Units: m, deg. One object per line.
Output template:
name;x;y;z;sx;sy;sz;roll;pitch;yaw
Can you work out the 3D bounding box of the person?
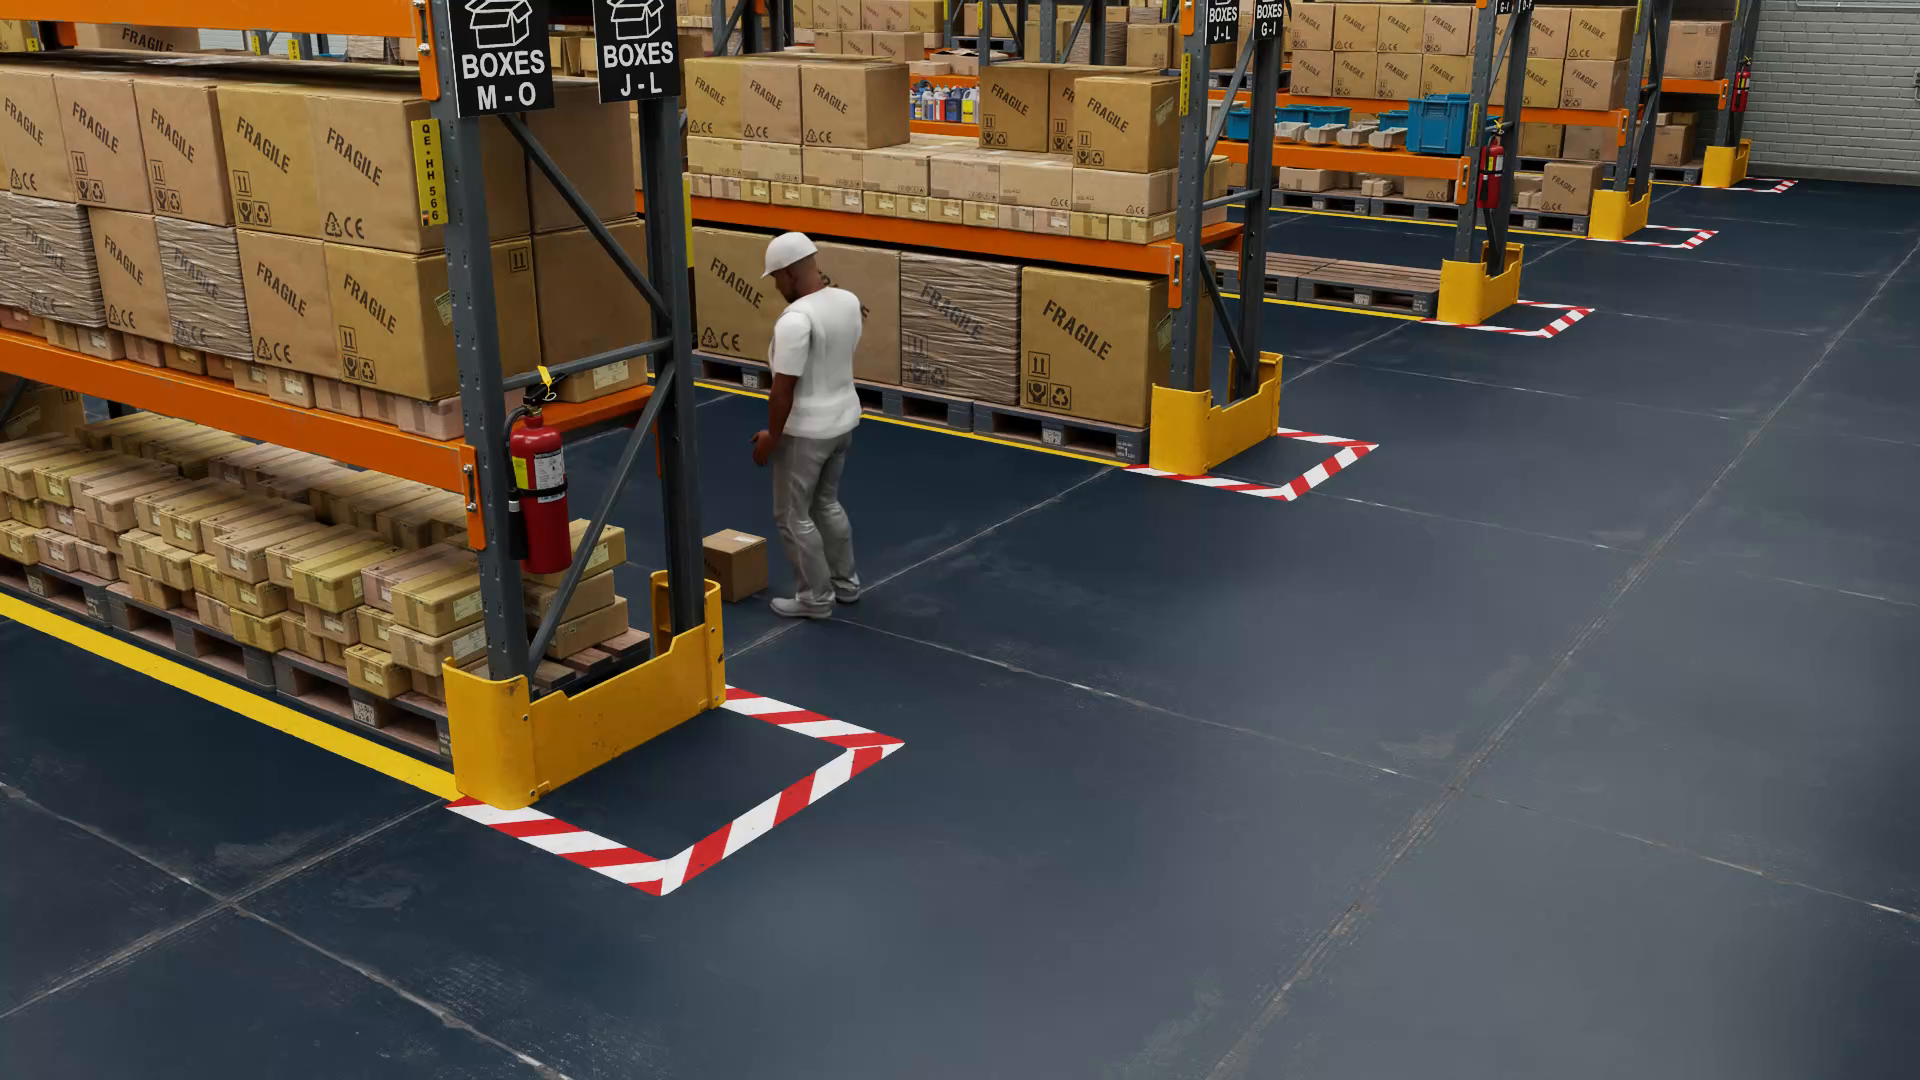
person;-0.684;-0.505;7.483;0.396;1.743;0.578;10;22;25
